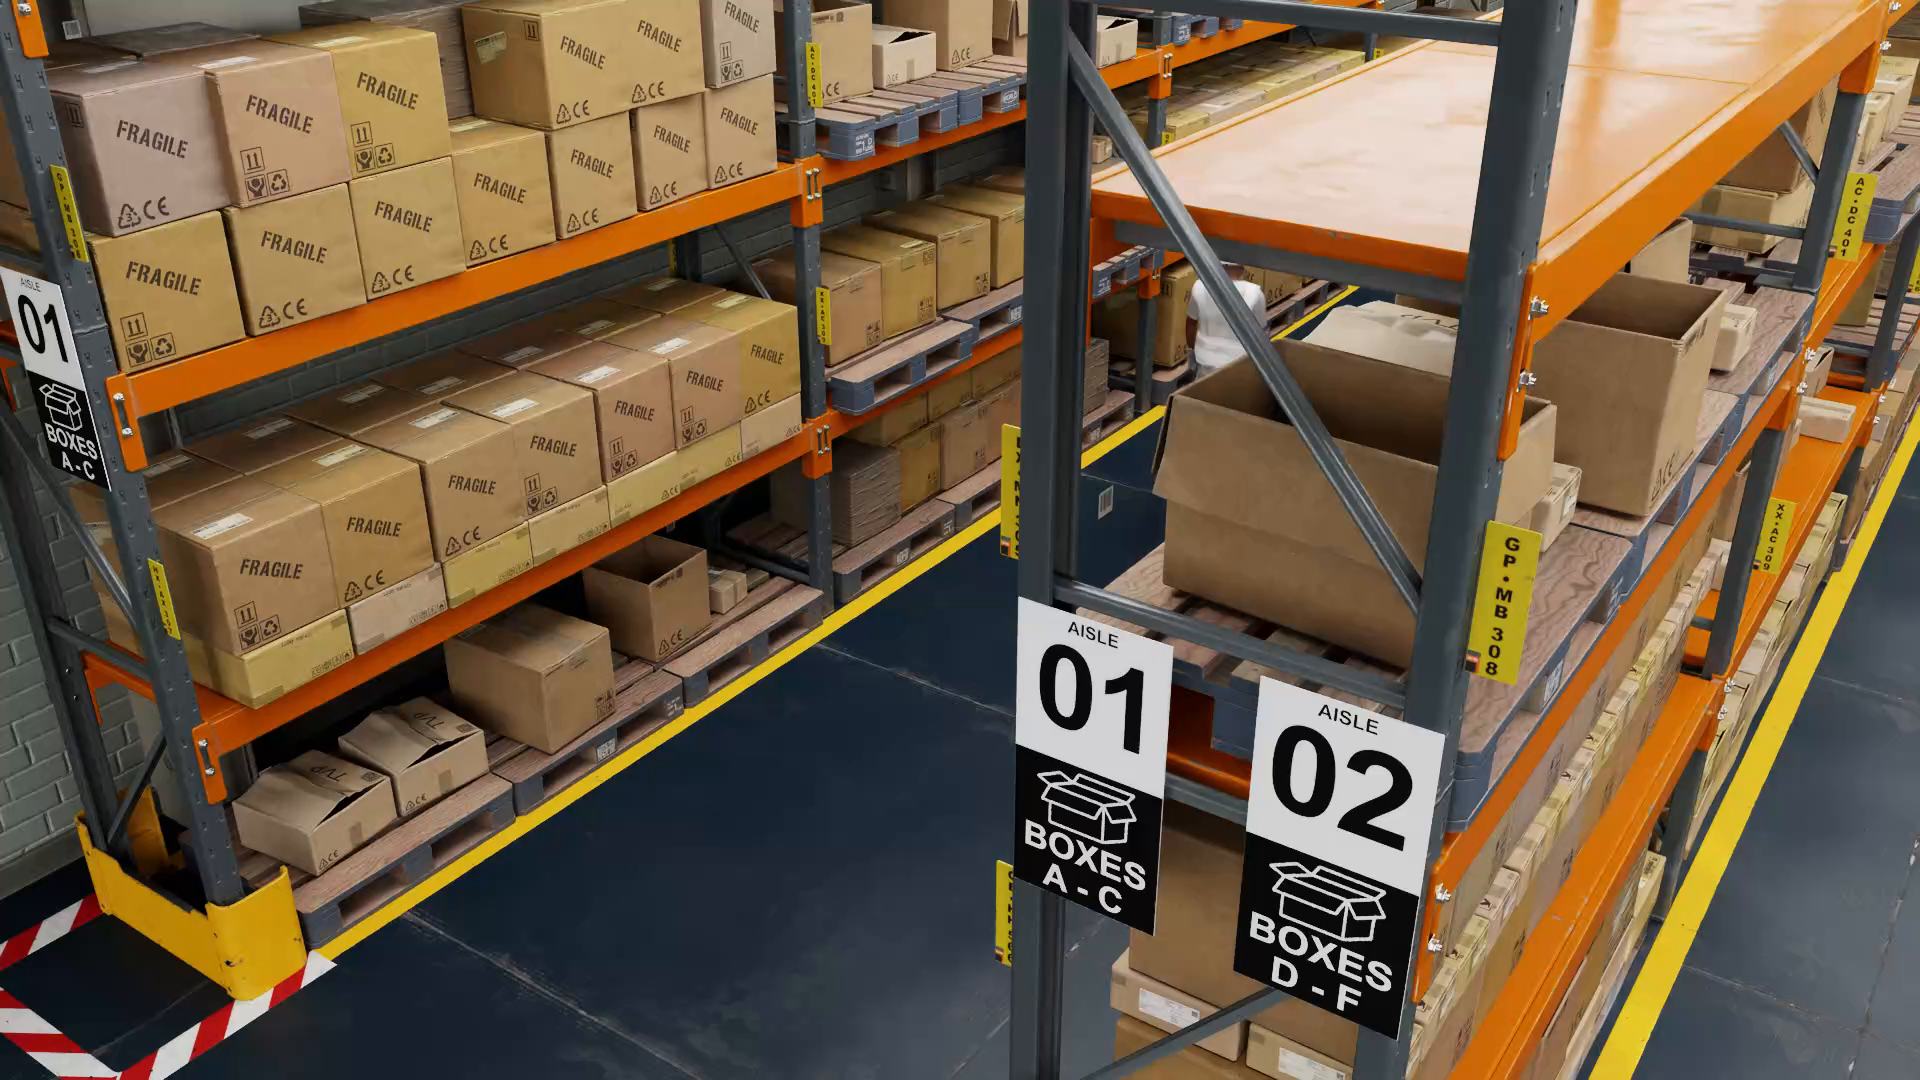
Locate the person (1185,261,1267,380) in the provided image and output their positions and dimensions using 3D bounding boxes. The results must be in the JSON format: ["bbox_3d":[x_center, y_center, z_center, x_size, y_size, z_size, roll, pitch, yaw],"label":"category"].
[{"bbox_3d":[1.862,-1.255,11.631,0.594,1.811,0.456,11,29,21],"label":"person"}]
